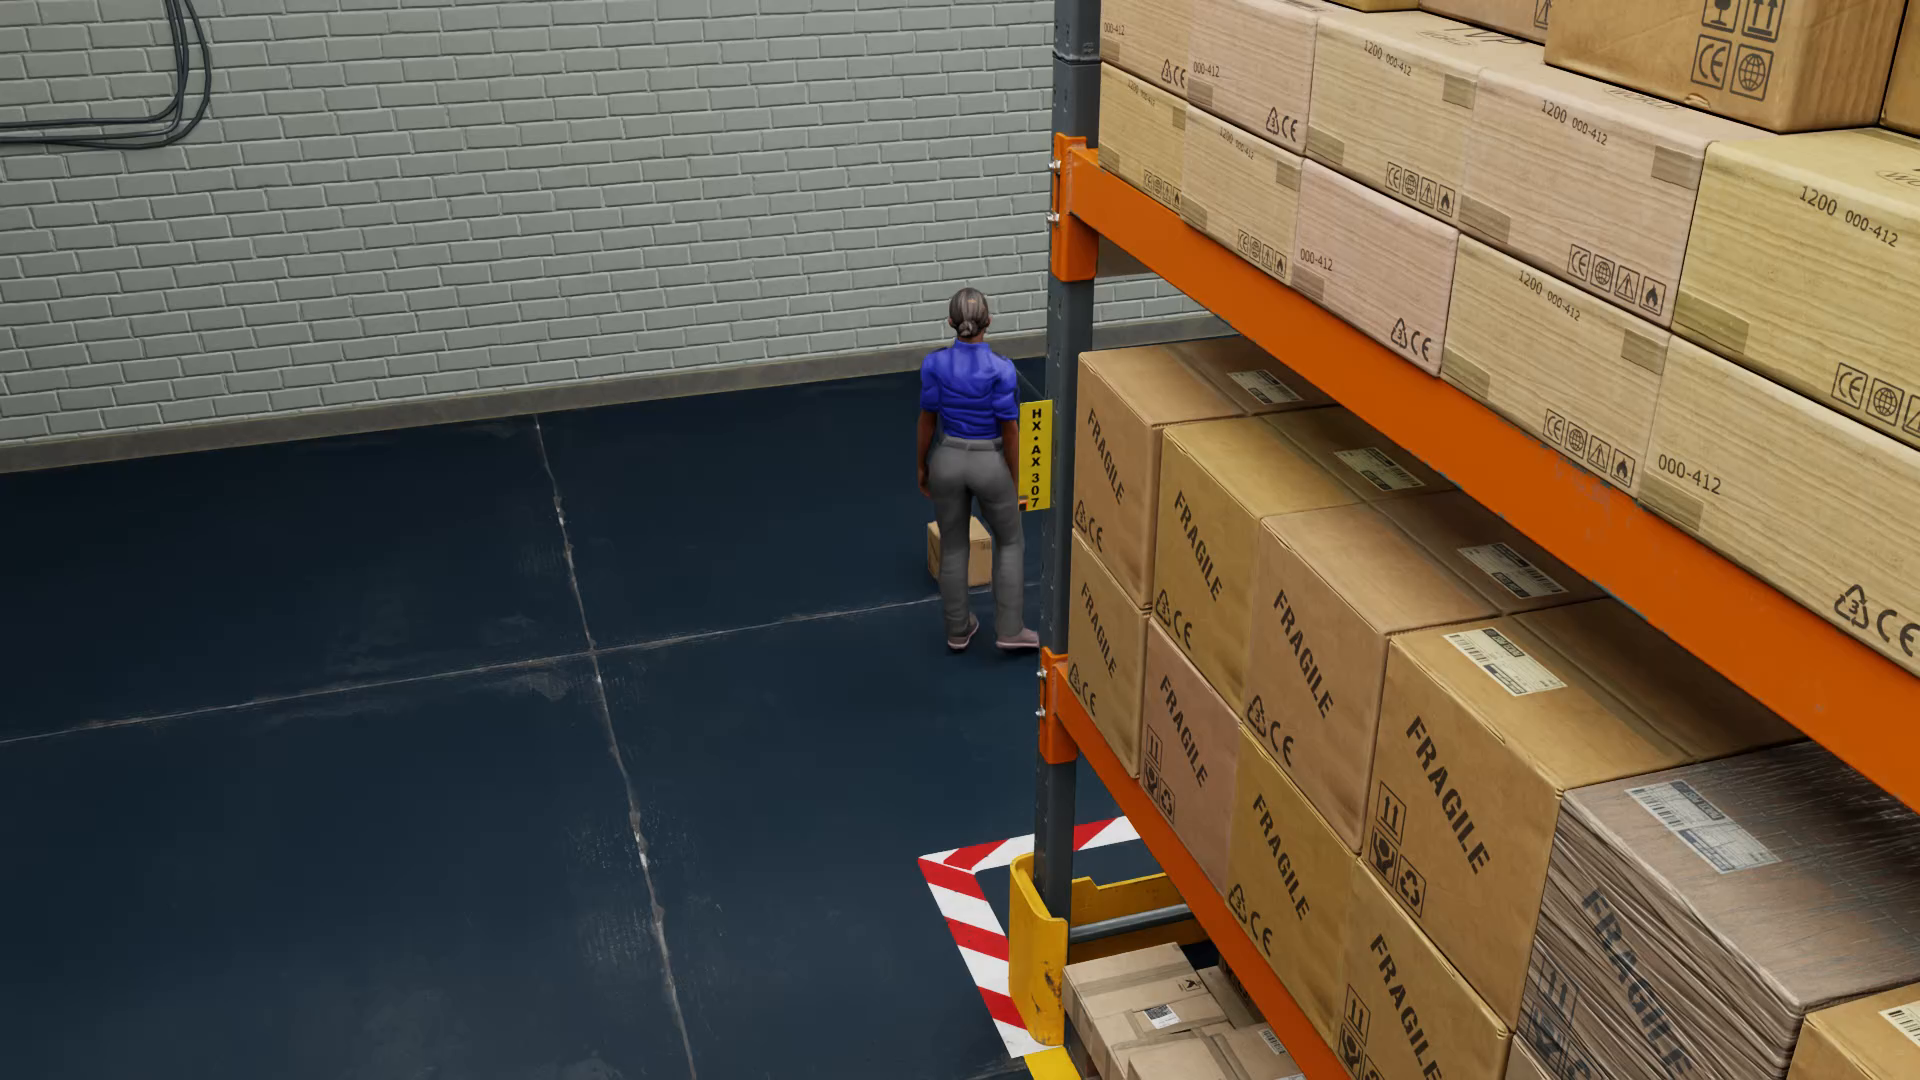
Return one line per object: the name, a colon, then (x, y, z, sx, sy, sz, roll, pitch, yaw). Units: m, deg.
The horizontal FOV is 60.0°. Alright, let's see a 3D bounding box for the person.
person: (0.102, -0.282, 7.182, 0.592, 1.677, 0.319, 5, 27, 10)
